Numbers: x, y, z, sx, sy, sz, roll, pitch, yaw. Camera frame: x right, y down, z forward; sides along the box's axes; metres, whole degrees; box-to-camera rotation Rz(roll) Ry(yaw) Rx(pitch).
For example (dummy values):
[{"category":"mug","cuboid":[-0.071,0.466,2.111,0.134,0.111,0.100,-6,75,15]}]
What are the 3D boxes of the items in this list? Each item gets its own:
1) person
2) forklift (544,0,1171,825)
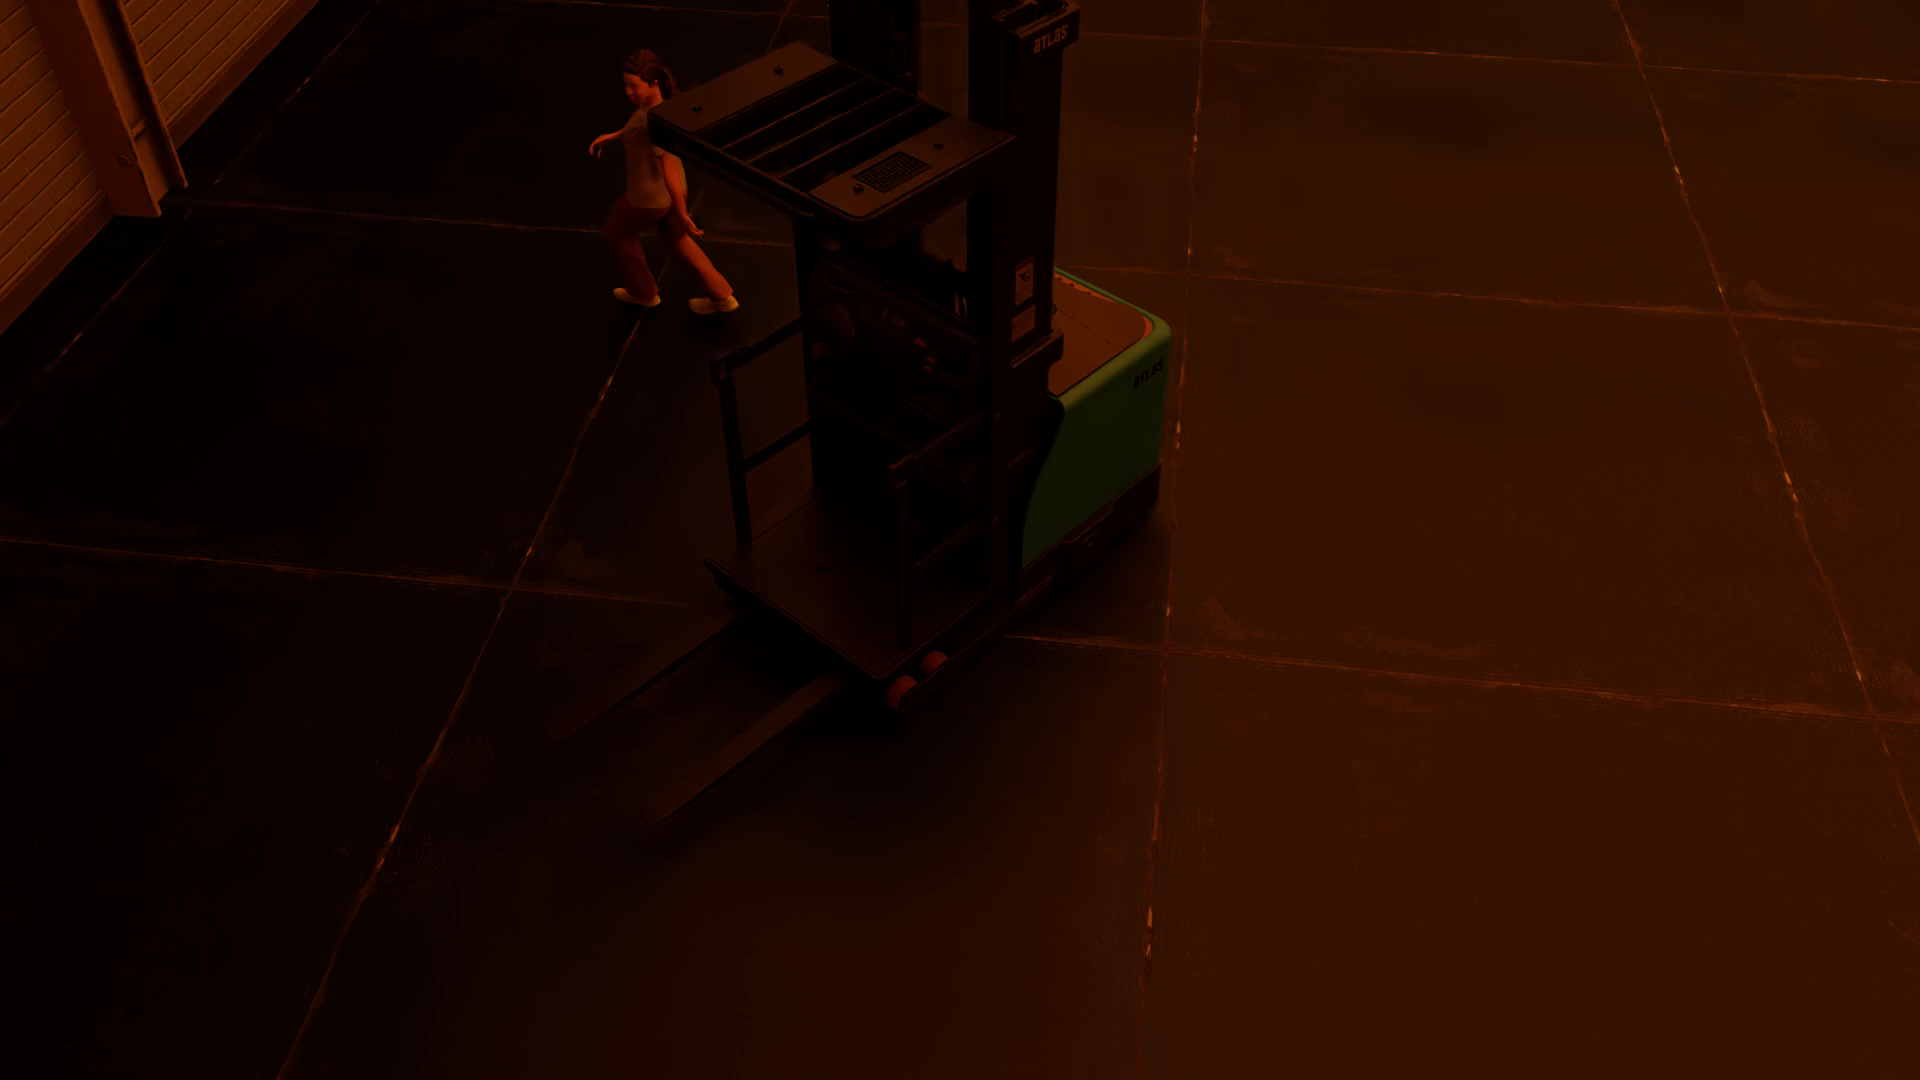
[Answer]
[{"category":"person","cuboid":[-1.594,-1.835,8.735,0.836,1.593,0.495,19,46,20]},{"category":"forklift","cuboid":[-0.412,-0.730,6.519,1.130,2.935,3.031,32,51,30]}]
